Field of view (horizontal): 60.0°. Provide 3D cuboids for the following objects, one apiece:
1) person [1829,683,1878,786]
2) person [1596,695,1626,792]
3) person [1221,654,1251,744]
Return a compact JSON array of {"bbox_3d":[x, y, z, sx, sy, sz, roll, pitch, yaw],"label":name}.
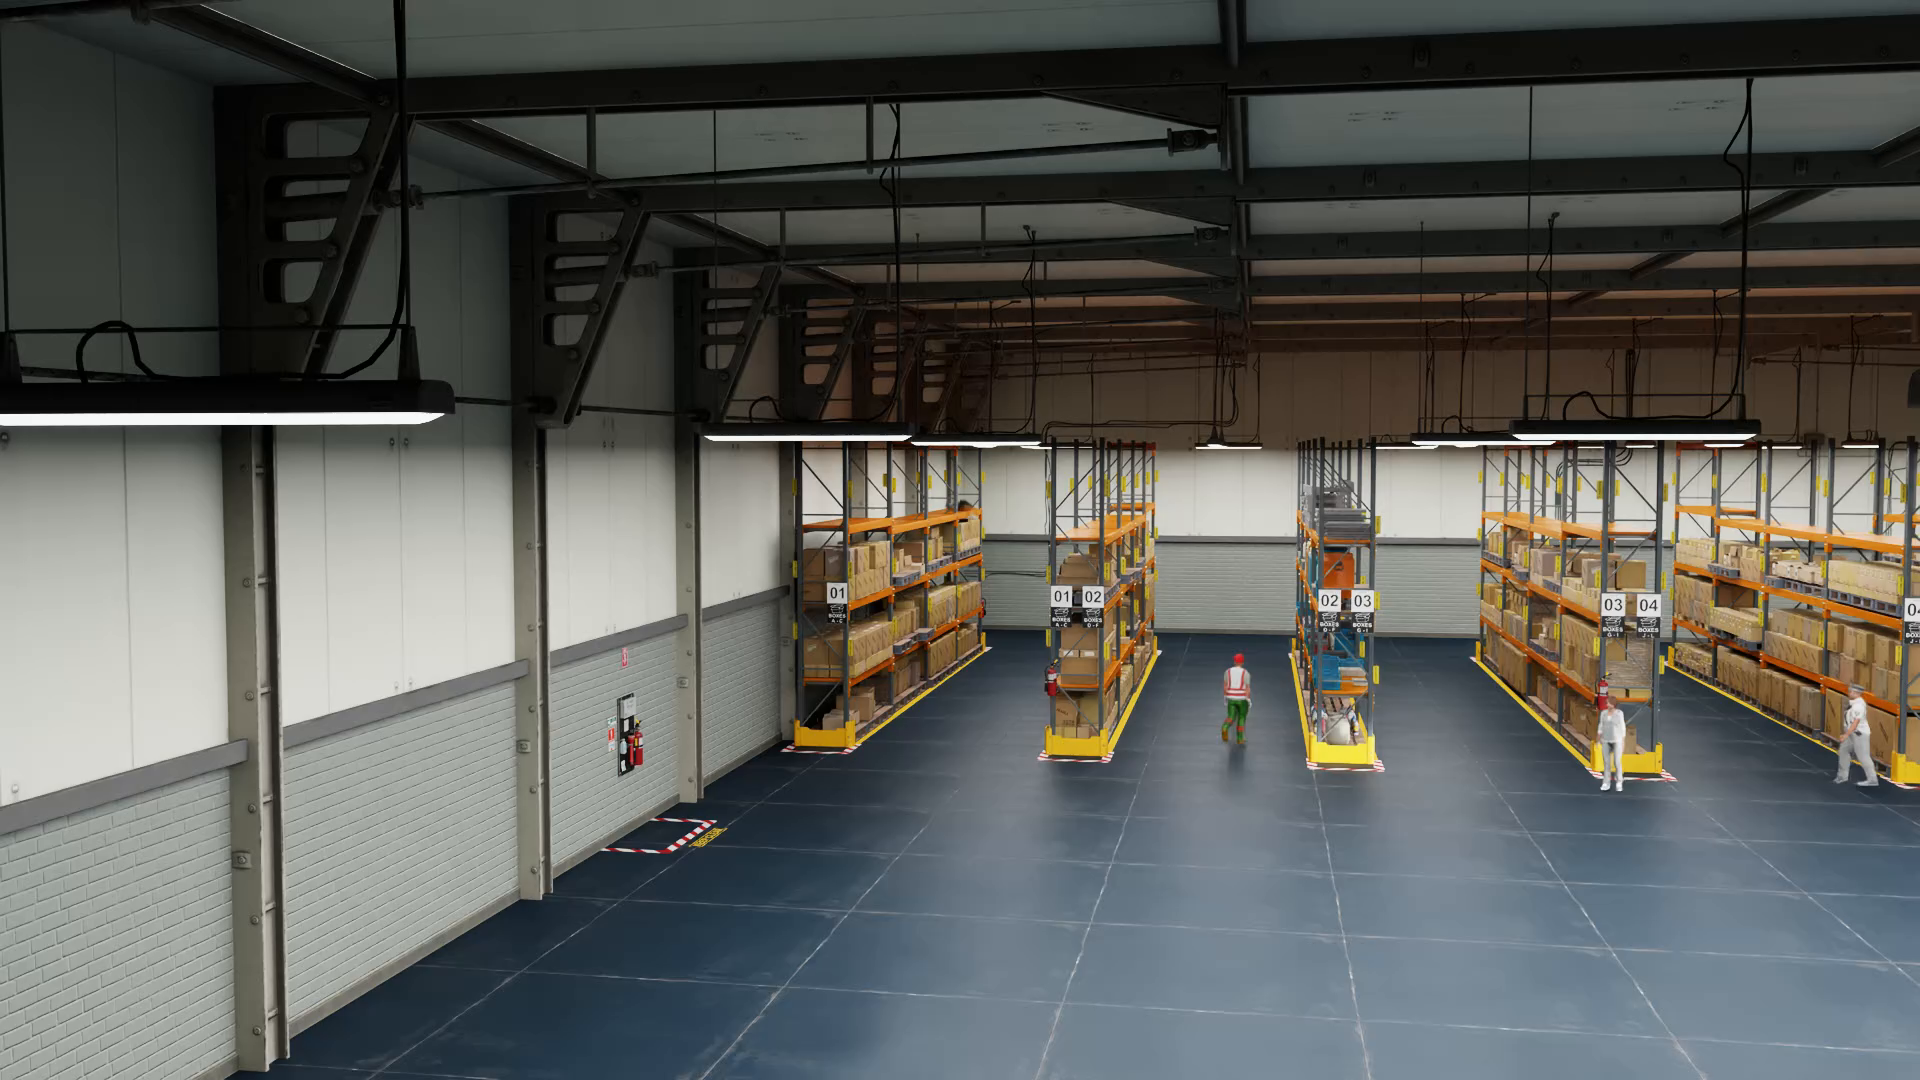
[{"bbox_3d":[15.352,3.361,28.524,0.723,1.806,0.609,1,3,22],"label":"person"},{"bbox_3d":[10.996,3.428,28.097,0.451,1.605,0.336,3,4,42],"label":"person"},{"bbox_3d":[5.390,3.106,32.452,0.547,1.779,0.725,3,4,42],"label":"person"}]
